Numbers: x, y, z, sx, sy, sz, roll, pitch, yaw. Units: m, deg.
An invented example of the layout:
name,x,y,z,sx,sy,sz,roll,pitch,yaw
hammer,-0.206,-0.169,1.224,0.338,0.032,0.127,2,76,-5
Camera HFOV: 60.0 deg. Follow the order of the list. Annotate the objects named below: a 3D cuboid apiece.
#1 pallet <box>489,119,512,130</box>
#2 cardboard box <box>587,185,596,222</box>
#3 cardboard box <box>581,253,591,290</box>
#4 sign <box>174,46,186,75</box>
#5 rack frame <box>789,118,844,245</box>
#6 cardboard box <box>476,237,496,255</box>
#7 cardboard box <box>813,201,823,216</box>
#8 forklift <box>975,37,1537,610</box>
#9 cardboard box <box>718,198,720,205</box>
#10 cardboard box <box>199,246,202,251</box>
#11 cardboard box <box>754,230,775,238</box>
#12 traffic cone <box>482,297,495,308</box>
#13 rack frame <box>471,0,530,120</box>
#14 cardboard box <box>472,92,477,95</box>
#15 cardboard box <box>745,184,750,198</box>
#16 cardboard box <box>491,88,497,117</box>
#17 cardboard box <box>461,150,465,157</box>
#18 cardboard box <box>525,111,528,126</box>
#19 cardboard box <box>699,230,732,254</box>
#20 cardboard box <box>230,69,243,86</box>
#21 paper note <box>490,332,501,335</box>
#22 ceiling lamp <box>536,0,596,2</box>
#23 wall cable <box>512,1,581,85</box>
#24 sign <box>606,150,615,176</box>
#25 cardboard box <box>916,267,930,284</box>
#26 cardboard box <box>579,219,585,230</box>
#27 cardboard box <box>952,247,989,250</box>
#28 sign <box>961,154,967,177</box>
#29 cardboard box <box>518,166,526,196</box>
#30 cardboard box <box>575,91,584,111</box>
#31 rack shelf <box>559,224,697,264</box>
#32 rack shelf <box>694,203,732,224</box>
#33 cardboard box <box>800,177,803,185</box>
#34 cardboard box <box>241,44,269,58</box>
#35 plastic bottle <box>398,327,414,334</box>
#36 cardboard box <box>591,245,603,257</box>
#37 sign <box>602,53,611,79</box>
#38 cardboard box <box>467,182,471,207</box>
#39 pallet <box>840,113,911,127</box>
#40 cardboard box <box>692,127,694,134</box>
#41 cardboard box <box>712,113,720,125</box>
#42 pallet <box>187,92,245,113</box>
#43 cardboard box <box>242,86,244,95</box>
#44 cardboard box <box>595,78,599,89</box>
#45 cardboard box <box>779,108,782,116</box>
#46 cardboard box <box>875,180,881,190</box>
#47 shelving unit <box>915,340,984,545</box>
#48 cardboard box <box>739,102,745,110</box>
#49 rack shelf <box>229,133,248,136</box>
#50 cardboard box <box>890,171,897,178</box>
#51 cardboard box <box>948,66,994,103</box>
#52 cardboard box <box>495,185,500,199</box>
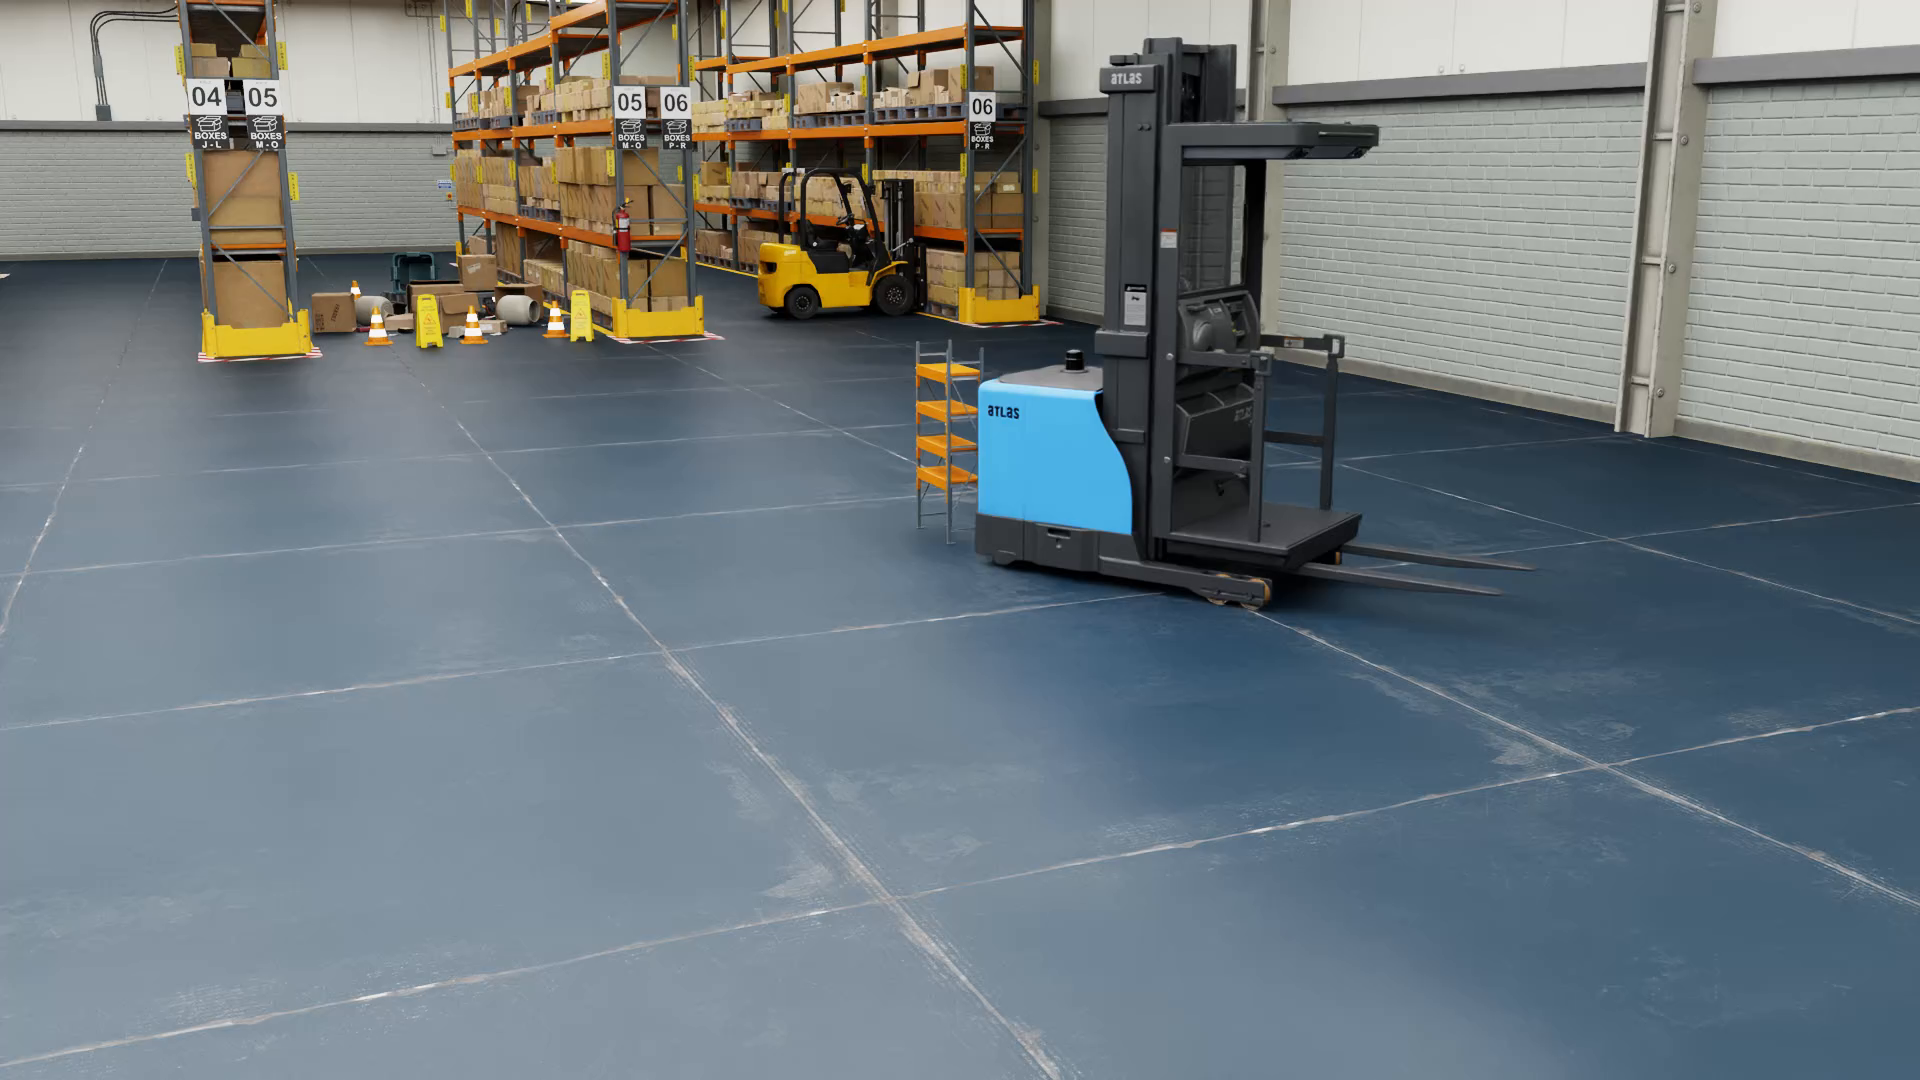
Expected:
name,x,y,z,sx,sy,sz,roll,pitch,yaw
pallet,-8.384,-7.851,31.413,0.805,0.209,1.217,-6,14,-25
cardboard box,-4.853,-4.677,23.045,0.500,0.500,0.500,-6,14,-23
cardboard box,-5.172,-3.883,23.997,0.500,0.500,0.500,-5,14,-20
sign,-8.987,-5.529,19.166,0.100,0.325,0.005,-6,14,-23
rack frame,-2.648,-6.291,30.898,1.000,3.000,0.127,-6,14,-23
cardboard box,-9.669,-6.135,34.977,0.875,0.438,0.875,-5,14,-21
cardboard box,-2.284,-5.894,29.516,0.500,0.250,0.500,-6,14,-25
forklift,1.598,-1.194,9.028,3.031,2.935,1.130,9,16,33
cardboard box,-4.940,-7.198,35.375,0.380,0.149,0.250,-5,14,-21
cardboard box,-11.175,-4.168,25.784,1.050,0.750,0.750,-5,14,-22
cardboard box,-3.933,-6.164,33.525,0.380,0.149,0.250,-6,14,-24
traffic cone,-7.371,-3.909,26.234,0.336,0.463,0.334,-6,14,-23
rack frame,-8.797,-9.591,31.852,1.000,3.000,0.127,-6,14,-23
cardboard box,-9.366,-8.709,33.311,0.797,0.503,0.637,-4,14,-19
cardboard box,-4.045,-6.935,33.047,0.396,0.266,0.258,-5,14,-20
cardboard box,-8.166,-7.894,30.021,0.500,0.500,0.500,-5,14,-22
cardboard box,-10.219,-8.084,34.766,0.380,0.149,0.250,-6,14,-25
cardboard box,-7.122,-7.104,28.059,0.396,0.266,0.258,-6,14,-23
cardboard box,-5.387,-6.615,36.913,0.700,0.500,0.500,-5,14,-21
cardboard box,-9.050,-5.943,21.263,0.500,0.250,0.500,-6,14,-23
paper note,-6.192,-2.758,22.218,0.148,0.019,0.142,-12,18,-42
ceiling lamp,-9.059,-14.054,38.189,2.000,3.185,0.800,-6,14,-23
wall cable,-9.678,-11.897,41.731,2.988,3.039,0.133,-6,14,-23
sign,-4.506,-4.861,21.452,0.100,0.325,0.005,-6,14,-23
cardboard box,-0.342,-4.028,25.180,0.500,0.250,0.500,-6,14,-24
cardboard box,-5.256,-4.534,23.864,0.380,0.149,0.250,-6,14,-23
cardboard box,0.144,-4.314,25.305,0.500,0.250,0.500,-6,14,-23
sign,0.054,-5.271,23.400,0.100,0.325,0.005,-6,14,-23
cardboard box,-7.226,-6.126,28.374,0.500,0.500,0.500,-6,14,-25
cardboard box,-5.059,-6.118,23.174,0.500,0.250,0.500,-5,14,-22
rack shelf,-4.791,-4.252,23.683,1.077,0.370,4.000,-6,14,-23
rack shelf,-5.051,-7.180,36.335,1.077,0.370,4.000,-6,14,-23
cardboard box,-2.682,-6.508,30.177,0.380,0.149,0.250,-5,14,-22
cardboard box,-8.327,-5.799,19.758,0.380,0.149,0.250,-5,14,-22
plastic bottle,-7.514,-2.836,22.490,0.133,0.061,0.283,-12,18,-42
cardboard box,-4.960,-4.054,23.298,0.380,0.149,0.250,-5,14,-21
sign,-4.506,-6.036,21.180,0.100,0.325,0.005,-6,14,-23
cardboard box,-9.838,-7.107,34.205,0.500,0.500,0.500,-5,14,-21
pallet,-1.411,-7.014,27.793,0.805,0.209,1.217,-6,14,-25
cardboard box,-5.716,-9.029,36.632,0.380,0.149,0.250,-5,14,-22
cardboard box,-4.891,-8.834,34.907,0.500,0.250,0.500,-6,14,-25
pallet,-8.791,-5.291,20.124,1.003,0.211,1.213,-6,14,-23
cardboard box,-9.036,-5.778,21.434,0.380,0.149,0.250,-6,14,-23
cardboard box,-4.729,-6.176,22.537,0.380,0.149,0.250,-6,14,-23
cardboard box,-3.178,-8.037,31.238,0.380,0.149,0.250,-5,14,-22
cardboard box,-1.159,-5.740,26.856,0.380,0.149,0.250,-6,14,-24
shelving unit,-0.066,-0.619,10.382,0.258,1.200,0.503,-6,14,-23
cardboard box,-4.170,-8.597,32.956,0.380,0.149,0.250,-6,14,-24
rack shelf,-12.490,-6.898,28.464,1.077,0.370,4.000,-6,14,-23
cardboard box,-0.883,-5.721,26.117,0.380,0.149,0.250,-5,14,-22
cardboard box,0.156,-6.471,23.649,0.500,0.500,0.500,-5,14,-21
cardboard box,-8.262,-6.406,30.620,0.500,0.250,0.500,-6,14,-25
